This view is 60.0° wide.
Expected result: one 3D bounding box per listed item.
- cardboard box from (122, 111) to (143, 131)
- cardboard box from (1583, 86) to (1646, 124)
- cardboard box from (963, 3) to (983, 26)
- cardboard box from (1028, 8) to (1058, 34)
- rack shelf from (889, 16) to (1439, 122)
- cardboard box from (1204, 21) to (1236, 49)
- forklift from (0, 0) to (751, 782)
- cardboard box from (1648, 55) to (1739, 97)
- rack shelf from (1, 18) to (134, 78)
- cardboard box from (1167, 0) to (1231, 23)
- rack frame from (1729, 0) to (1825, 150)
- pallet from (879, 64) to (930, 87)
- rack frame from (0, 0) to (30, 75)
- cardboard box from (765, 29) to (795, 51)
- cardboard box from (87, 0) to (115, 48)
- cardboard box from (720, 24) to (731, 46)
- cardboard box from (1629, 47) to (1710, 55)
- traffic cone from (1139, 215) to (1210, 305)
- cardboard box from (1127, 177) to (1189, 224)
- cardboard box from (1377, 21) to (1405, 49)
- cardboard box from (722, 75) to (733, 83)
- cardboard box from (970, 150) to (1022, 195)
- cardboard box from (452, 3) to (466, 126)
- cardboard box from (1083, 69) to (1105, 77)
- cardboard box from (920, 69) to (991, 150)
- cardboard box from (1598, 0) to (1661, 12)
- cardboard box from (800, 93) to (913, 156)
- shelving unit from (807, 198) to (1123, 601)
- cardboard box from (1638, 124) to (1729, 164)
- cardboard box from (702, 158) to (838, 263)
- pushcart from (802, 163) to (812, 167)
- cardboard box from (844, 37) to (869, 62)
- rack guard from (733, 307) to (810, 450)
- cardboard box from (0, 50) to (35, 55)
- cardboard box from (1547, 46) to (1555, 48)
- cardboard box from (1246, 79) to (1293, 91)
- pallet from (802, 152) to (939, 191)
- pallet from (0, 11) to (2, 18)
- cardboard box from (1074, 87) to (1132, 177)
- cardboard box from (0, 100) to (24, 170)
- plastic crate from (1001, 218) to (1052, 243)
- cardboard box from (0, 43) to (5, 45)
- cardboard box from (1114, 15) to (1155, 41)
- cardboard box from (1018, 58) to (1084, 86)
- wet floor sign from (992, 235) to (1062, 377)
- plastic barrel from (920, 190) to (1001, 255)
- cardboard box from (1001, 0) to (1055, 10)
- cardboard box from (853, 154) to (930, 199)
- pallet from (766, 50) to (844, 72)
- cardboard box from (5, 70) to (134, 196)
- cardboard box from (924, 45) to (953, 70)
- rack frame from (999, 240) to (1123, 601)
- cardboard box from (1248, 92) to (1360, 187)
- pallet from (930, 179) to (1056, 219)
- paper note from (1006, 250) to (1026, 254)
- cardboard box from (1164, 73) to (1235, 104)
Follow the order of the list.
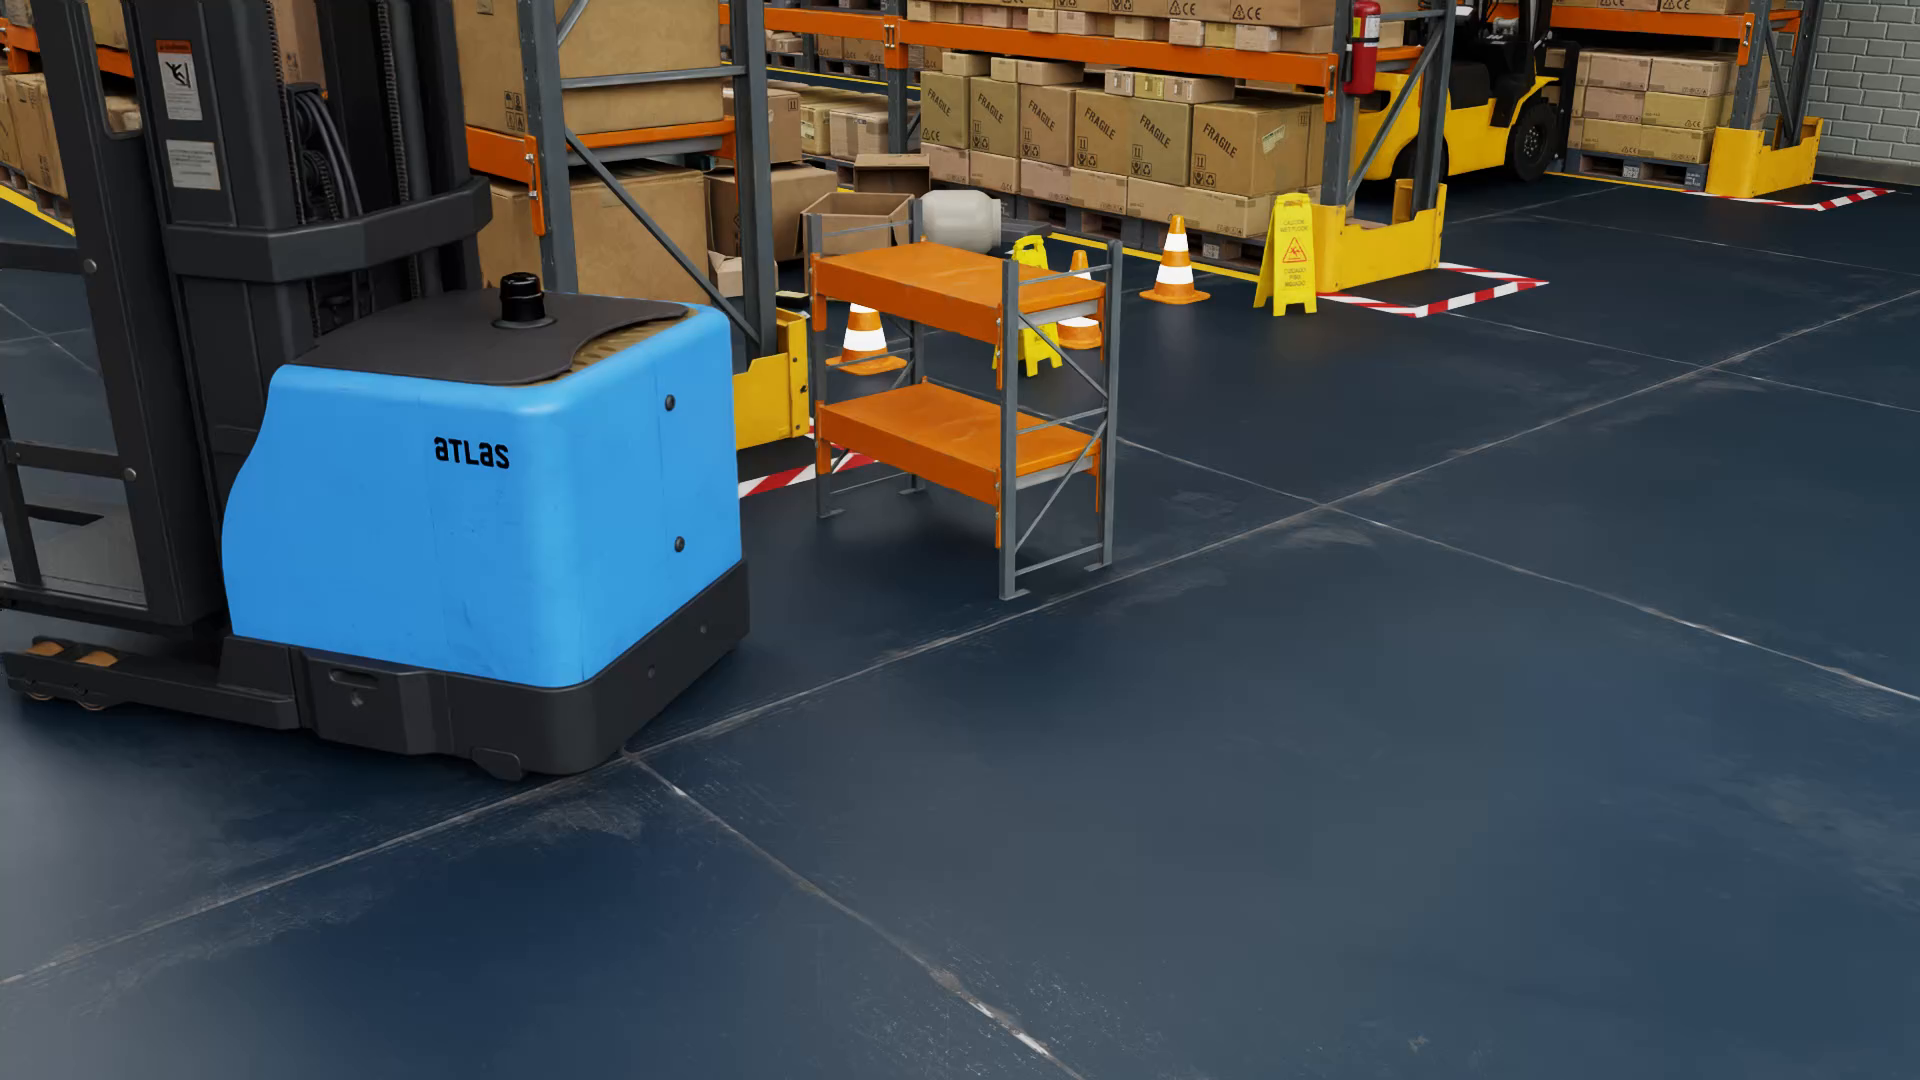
[{"bbox_3d":[-4.276,-2.181,9.948,1.050,0.750,0.750,-18,27,-38],"label":"cardboard box"},{"bbox_3d":[5.376,-3.516,13.357,0.500,0.250,0.500,-18,28,-38],"label":"cardboard box"},{"bbox_3d":[0.245,-3.685,11.624,0.380,0.149,0.250,-18,27,-38],"label":"cardboard box"},{"bbox_3d":[0.672,-3.453,11.032,0.380,0.149,0.250,-17,27,-37],"label":"cardboard box"},{"bbox_3d":[1.187,-3.202,11.032,1.077,0.370,4.000,-17,27,-37],"label":"rack shelf"},{"bbox_3d":[1.685,-3.039,9.974,0.380,0.149,0.250,-18,28,-38],"label":"cardboard box"},{"bbox_3d":[-2.214,-1.050,4.646,3.031,2.935,1.130,7,23,18],"label":"forklift"},{"bbox_3d":[5.713,-3.600,12.887,0.500,0.250,0.500,-16,27,-36],"label":"cardboard box"},{"bbox_3d":[-5.108,-3.100,10.773,1.077,0.370,4.000,-17,27,-37],"label":"rack shelf"},{"bbox_3d":[1.606,-3.393,9.989,0.500,0.500,0.500,-17,27,-37],"label":"cardboard box"},{"bbox_3d":[6.250,-4.167,12.509,1.000,3.000,0.127,-17,27,-37],"label":"rack frame"},{"bbox_3d":[-0.223,-5.631,20.071,1.003,0.211,1.213,-17,27,-37],"label":"pallet"},{"bbox_3d":[-6.414,-3.988,12.053,1.000,3.000,0.127,-17,27,-37],"label":"rack frame"},{"bbox_3d":[-2.402,-6.587,21.862,0.396,0.266,0.258,-16,27,-36],"label":"cardboard box"},{"bbox_3d":[-5.006,-3.289,10.132,0.500,0.500,0.500,-17,27,-37],"label":"cardboard box"},{"bbox_3d":[-3.069,-7.012,22.625,0.500,0.500,0.500,-17,27,-36],"label":"cardboard box"},{"bbox_3d":[5.751,-3.863,13.556,0.500,0.250,0.500,-17,27,-37],"label":"cardboard box"},{"bbox_3d":[1.234,-1.615,9.472,0.336,0.463,0.334,-17,27,-37],"label":"traffic cone"},{"bbox_3d":[1.429,-2.204,10.691,0.500,0.250,0.500,-17,27,-37],"label":"cardboard box"},{"bbox_3d":[2.427,-3.010,9.901,0.380,0.149,0.250,-17,27,-37],"label":"cardboard box"},{"bbox_3d":[-2.369,-4.008,15.131,0.950,0.372,0.625,-20,29,-41],"label":"cardboard box"},{"bbox_3d":[0.419,-2.632,11.786,0.500,0.250,0.500,-16,26,-34],"label":"cardboard box"},{"bbox_3d":[-1.844,-2.086,6.991,0.875,0.550,0.550,-17,27,-37],"label":"cardboard box"},{"bbox_3d":[0.804,-3.114,11.987,0.500,0.500,0.500,-17,27,-36],"label":"cardboard box"},{"bbox_3d":[0.062,-3.126,12.019,0.500,0.500,0.500,-16,26,-35],"label":"cardboard box"},{"bbox_3d":[5.398,-4.432,13.050,0.500,0.500,0.500,-16,27,-36],"label":"cardboard box"},{"bbox_3d":[-0.935,-3.403,13.587,0.950,0.372,0.625,-15,26,-34],"label":"cardboard box"},{"bbox_3d":[-0.004,-0.526,5.784,0.538,1.125,1.048,-17,27,-37],"label":"shelving unit"},{"bbox_3d":[5.704,-3.137,13.074,0.500,0.250,0.500,-17,27,-37],"label":"cardboard box"},{"bbox_3d":[-1.189,-2.024,10.275,0.797,0.637,0.503,-17,27,-37],"label":"cardboard box"},{"bbox_3d":[-1.813,-2.312,11.368,0.936,0.377,1.648,12,24,27],"label":"pushcart"},{"bbox_3d":[-1.083,-6.182,20.506,0.500,0.500,0.500,-18,28,-38],"label":"cardboard box"},{"bbox_3d":[-1.176,-0.607,6.849,1.175,0.500,0.348,-17,27,-37],"label":"rack guard"},{"bbox_3d":[-7.717,-3.776,13.336,0.500,0.250,0.500,-17,27,-36],"label":"cardboard box"},{"bbox_3d":[4.714,-4.019,13.956,0.500,0.250,0.500,-18,28,-38],"label":"cardboard box"},{"bbox_3d":[3.290,-4.503,16.049,0.875,0.625,0.625,-16,26,-35],"label":"cardboard box"},{"bbox_3d":[-0.628,-3.006,13.368,1.003,0.211,1.213,-17,27,-37],"label":"pallet"},{"bbox_3d":[-6.960,-4.070,12.526,1.213,0.211,1.003,-17,27,-37],"label":"pallet"},{"bbox_3d":[1.104,-2.692,10.911,0.500,0.500,0.500,-18,28,-39],"label":"cardboard box"},{"bbox_3d":[-7.042,-3.139,12.738,0.500,0.500,0.500,-18,27,-38],"label":"cardboard box"},{"bbox_3d":[0.285,-2.101,11.238,0.583,0.080,0.402,12,24,27],"label":"plastic crate"},{"bbox_3d":[-8.022,-4.183,14.375,0.500,0.250,0.500,-16,26,-35],"label":"cardboard box"},{"bbox_3d":[1.198,-3.256,10.529,0.380,0.149,0.250,-18,28,-38],"label":"cardboard box"},{"bbox_3d":[0.613,-3.164,11.227,0.380,0.149,0.250,-16,26,-34],"label":"cardboard box"},{"bbox_3d":[0.327,-1.145,8.022,0.232,0.644,0.267,17,27,36],"label":"wet floor sign"},{"bbox_3d":[-0.003,-1.995,10.496,0.512,0.421,0.421,0,21,-1],"label":"plastic barrel"},{"bbox_3d":[0.620,-3.811,11.057,0.500,0.500,0.500,-18,28,-38],"label":"cardboard box"},{"bbox_3d":[-0.450,-2.306,11.184,0.500,0.500,0.500,0,21,-1],"label":"cardboard box"},{"bbox_3d":[-2.030,-6.374,21.968,1.003,0.211,1.213,-17,27,-37],"label":"pallet"},{"bbox_3d":[-6.085,-2.946,11.902,1.050,0.750,0.750,-18,28,-38],"label":"cardboard box"},{"bbox_3d":[-0.073,-5.759,19.426,0.500,0.500,0.500,-16,27,-35],"label":"cardboard box"},{"bbox_3d":[0.327,-0.385,5.425,0.500,1.125,0.032,-17,27,-37],"label":"rack frame"},{"bbox_3d":[2.159,-2.544,10.531,0.500,0.500,0.500,-19,28,-39],"label":"cardboard box"},{"bbox_3d":[0.346,-2.614,12.368,1.003,0.211,1.213,-17,27,-37],"label":"pallet"},{"bbox_3d":[0.385,-1.859,10.689,0.148,0.019,0.142,12,24,27],"label":"paper note"},{"bbox_3d":[1.481,-2.795,10.284,0.380,0.149,0.250,-16,27,-36],"label":"cardboard box"}]
